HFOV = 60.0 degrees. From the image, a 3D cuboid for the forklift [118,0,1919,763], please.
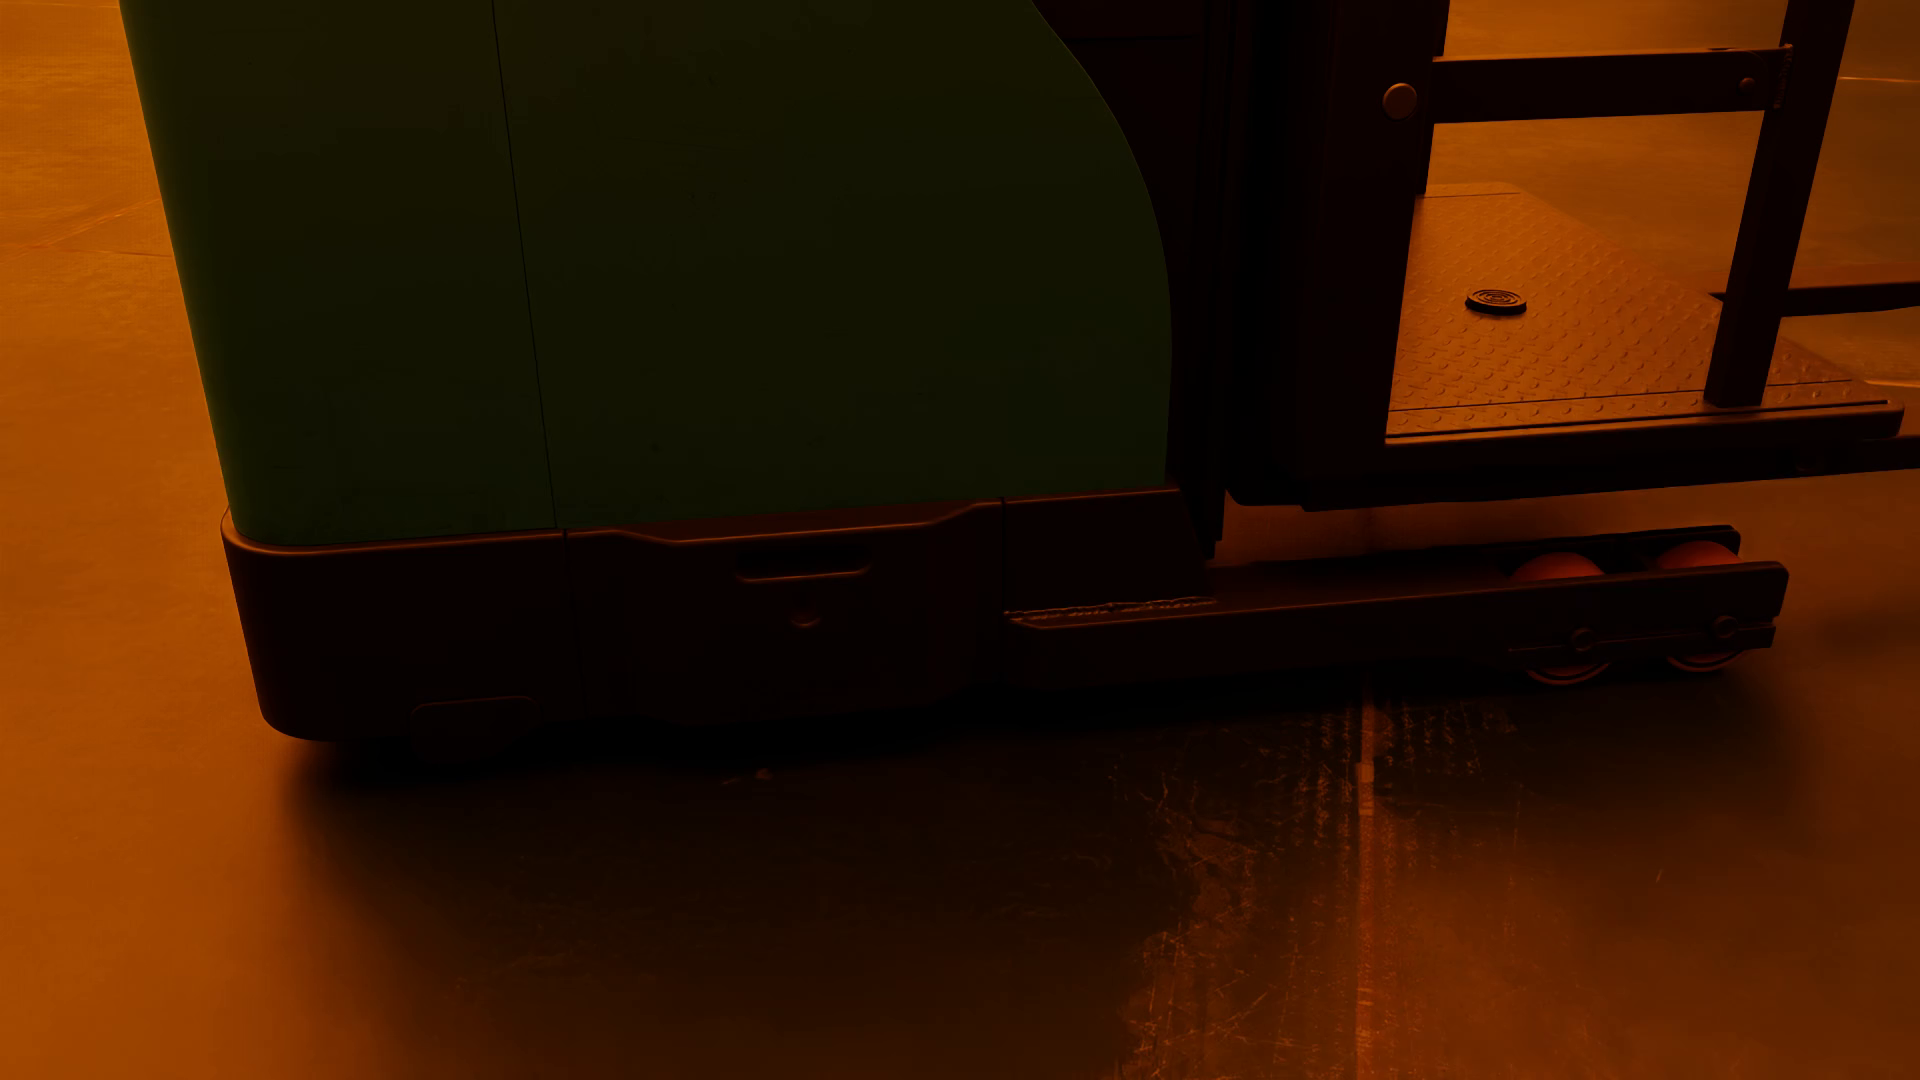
[{"bbox_3d":[0.600,-1.354,1.930,3.031,2.935,1.130,-4,27,-9],"label":"forklift"}]
